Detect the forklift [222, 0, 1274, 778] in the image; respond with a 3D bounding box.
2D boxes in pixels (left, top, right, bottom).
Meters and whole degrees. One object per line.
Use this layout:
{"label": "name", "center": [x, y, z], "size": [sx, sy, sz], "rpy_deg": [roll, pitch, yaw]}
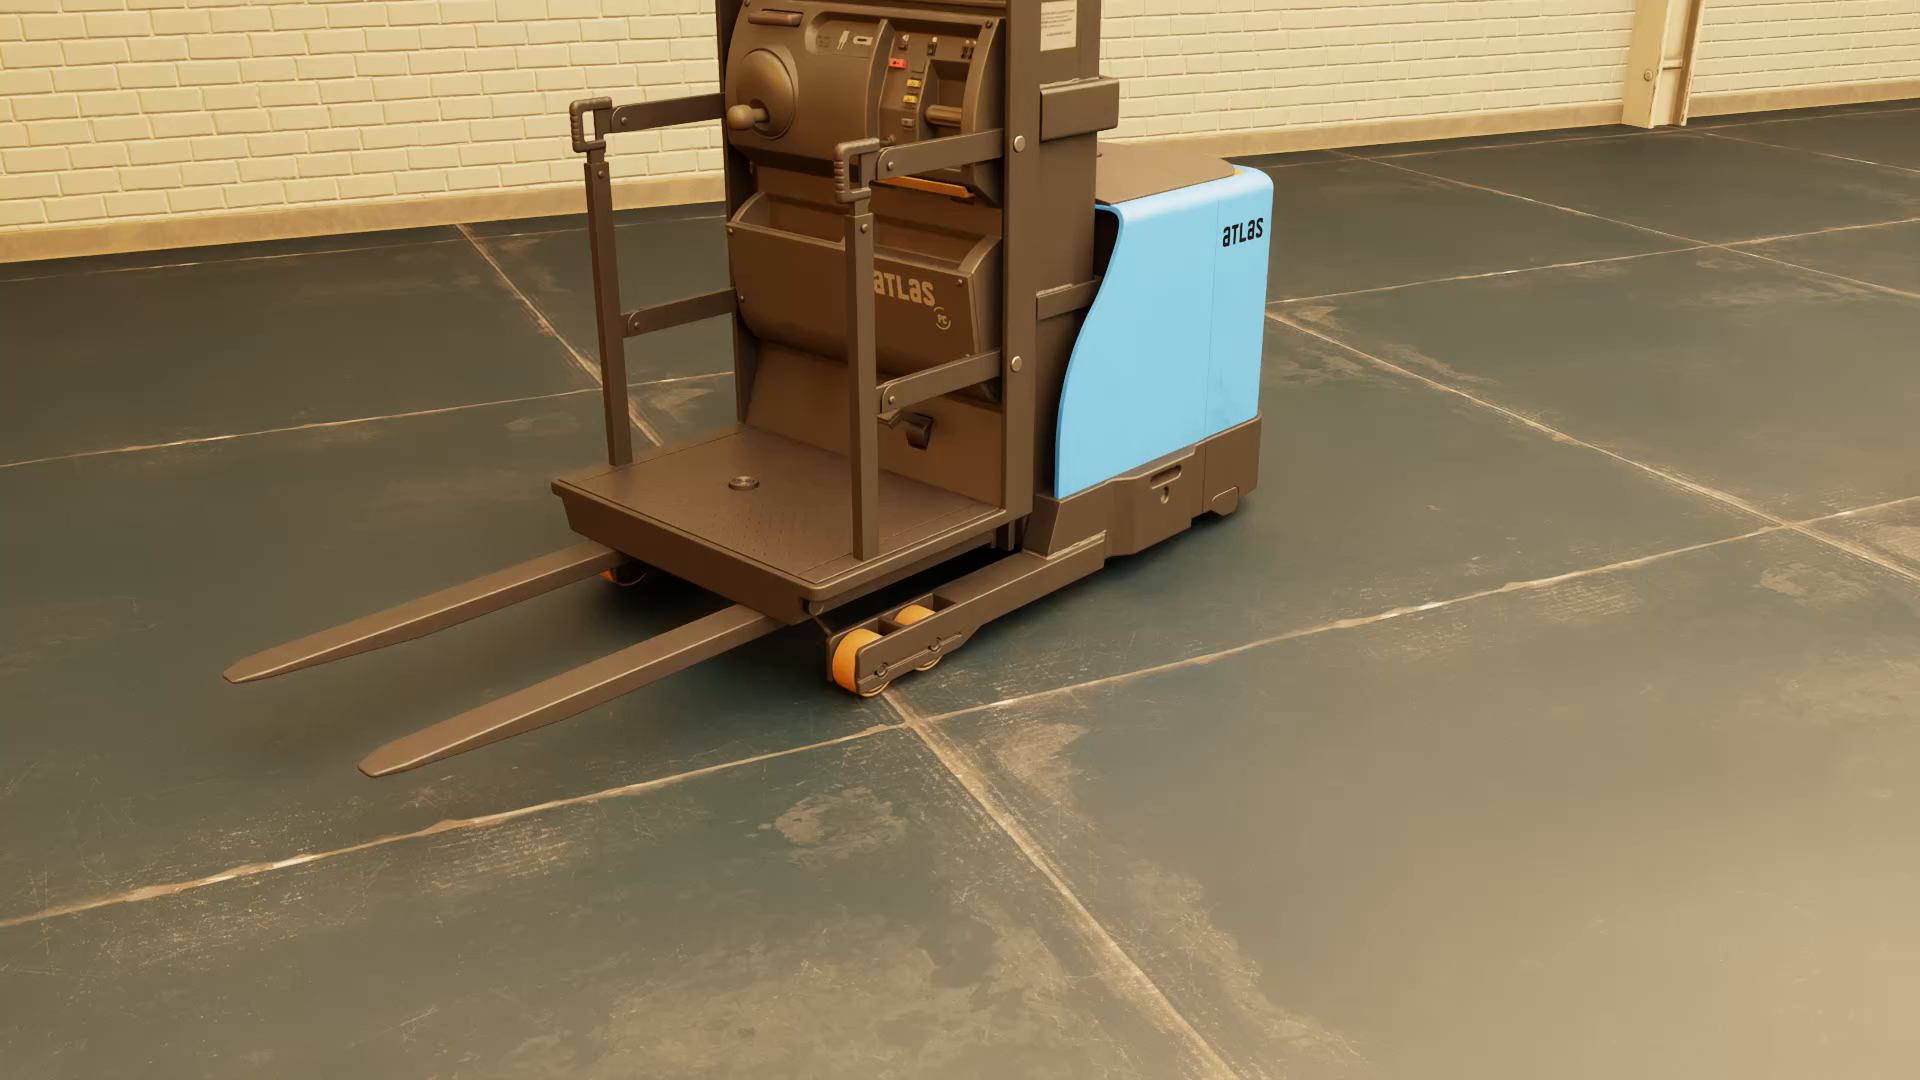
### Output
{"label": "forklift", "center": [-0.413, -1.182, 4.131], "size": [1.130, 2.935, 3.031], "rpy_deg": [19, 29, 39]}
